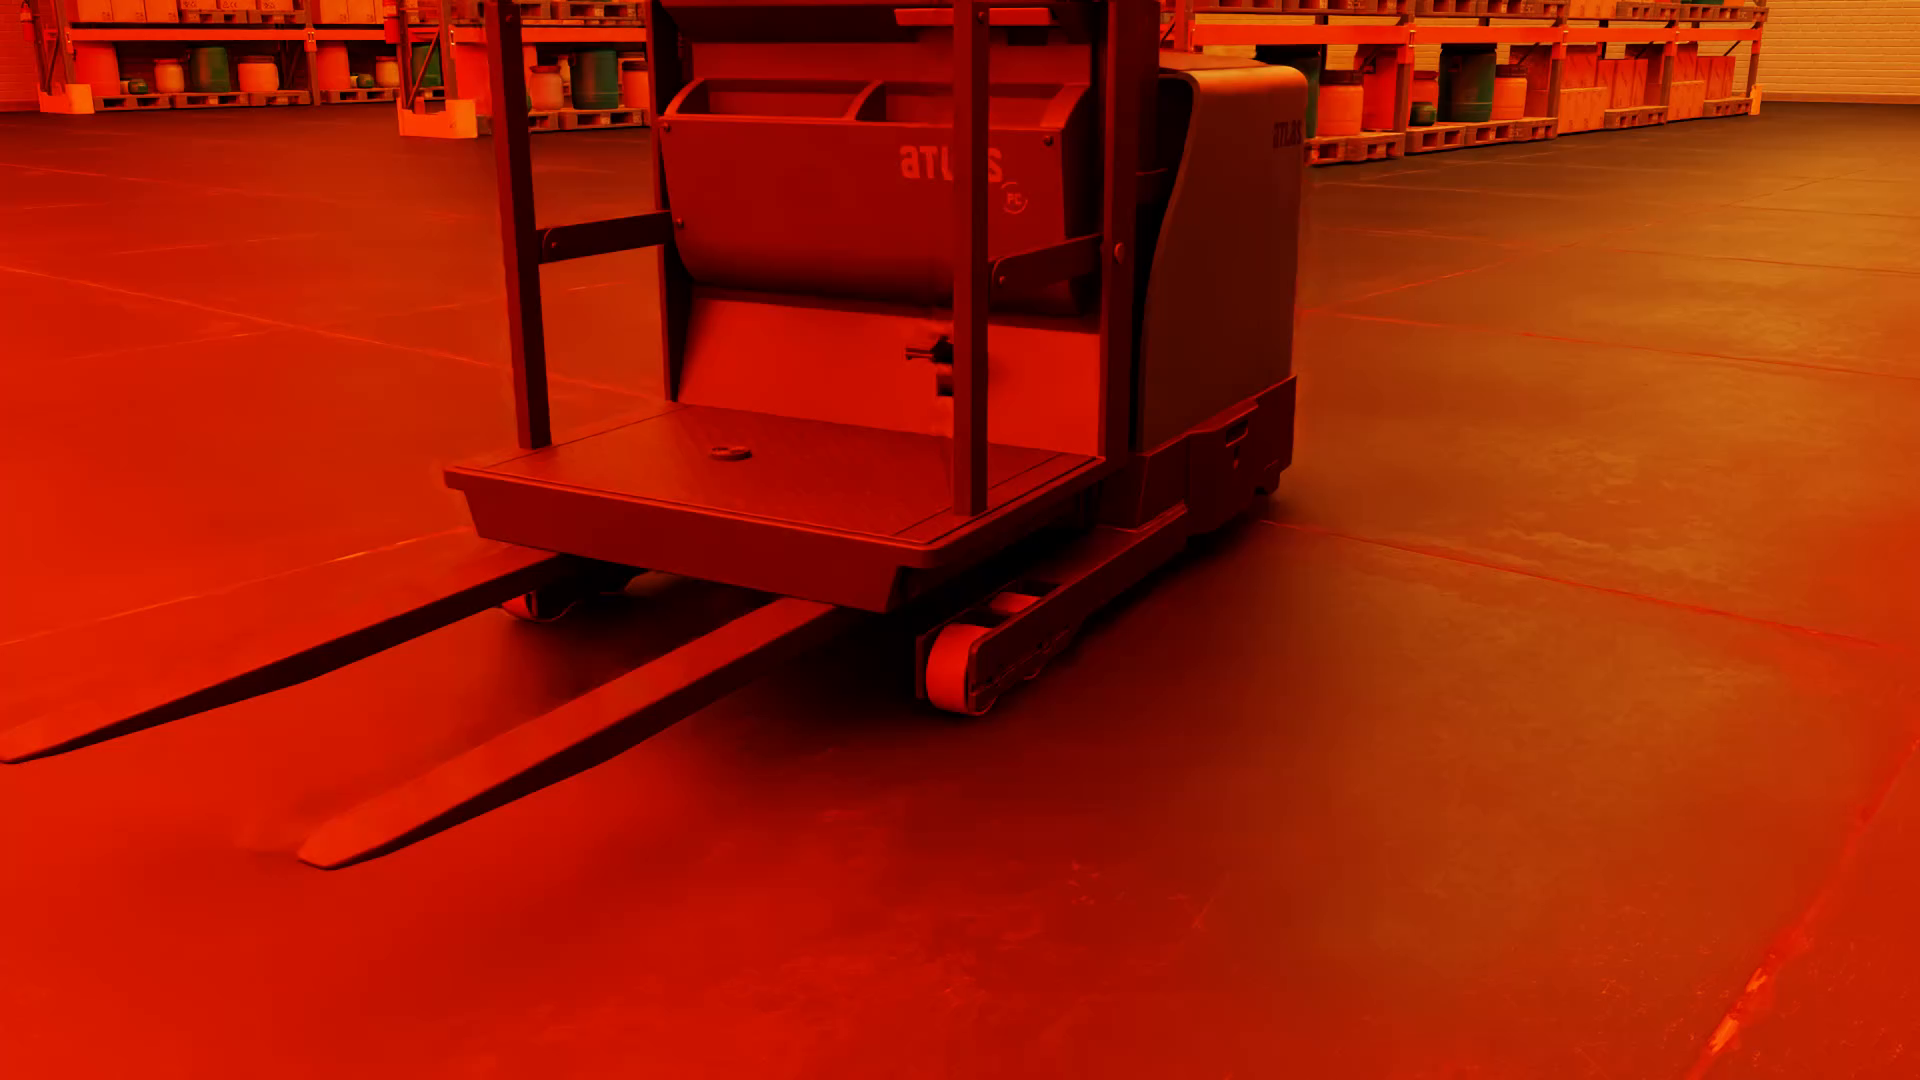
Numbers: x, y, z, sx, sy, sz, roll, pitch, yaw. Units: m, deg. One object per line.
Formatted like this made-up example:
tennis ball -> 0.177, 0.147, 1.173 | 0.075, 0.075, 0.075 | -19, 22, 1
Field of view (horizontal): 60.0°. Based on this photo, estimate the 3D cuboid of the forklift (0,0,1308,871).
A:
forklift -> -0.287, -1.241, 2.985 | 1.130, 2.935, 3.031 | 9, 19, 28
